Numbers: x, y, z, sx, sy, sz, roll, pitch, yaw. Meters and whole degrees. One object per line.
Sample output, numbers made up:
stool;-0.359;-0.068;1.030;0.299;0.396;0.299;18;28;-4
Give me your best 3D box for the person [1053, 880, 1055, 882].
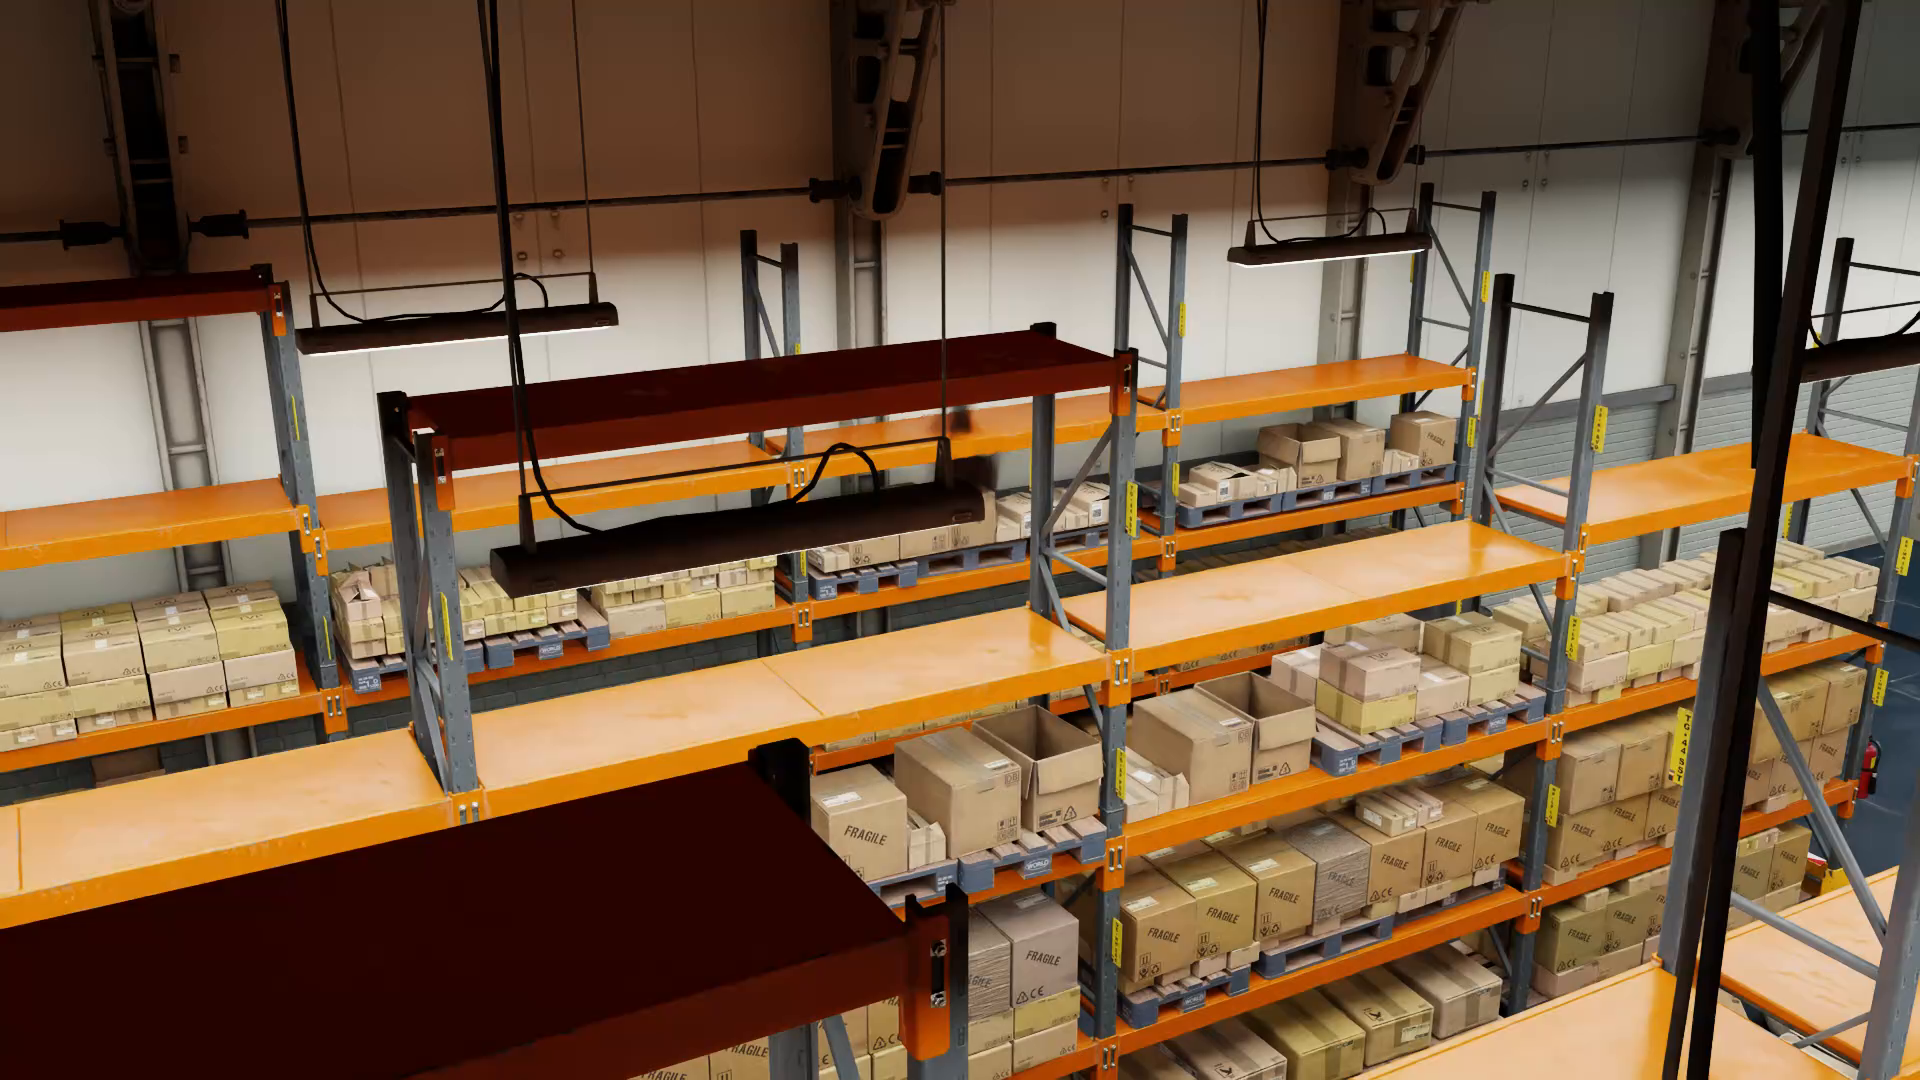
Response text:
person;1.125;2.900;13.927;0.684;1.761;0.656;-9;20;-25
